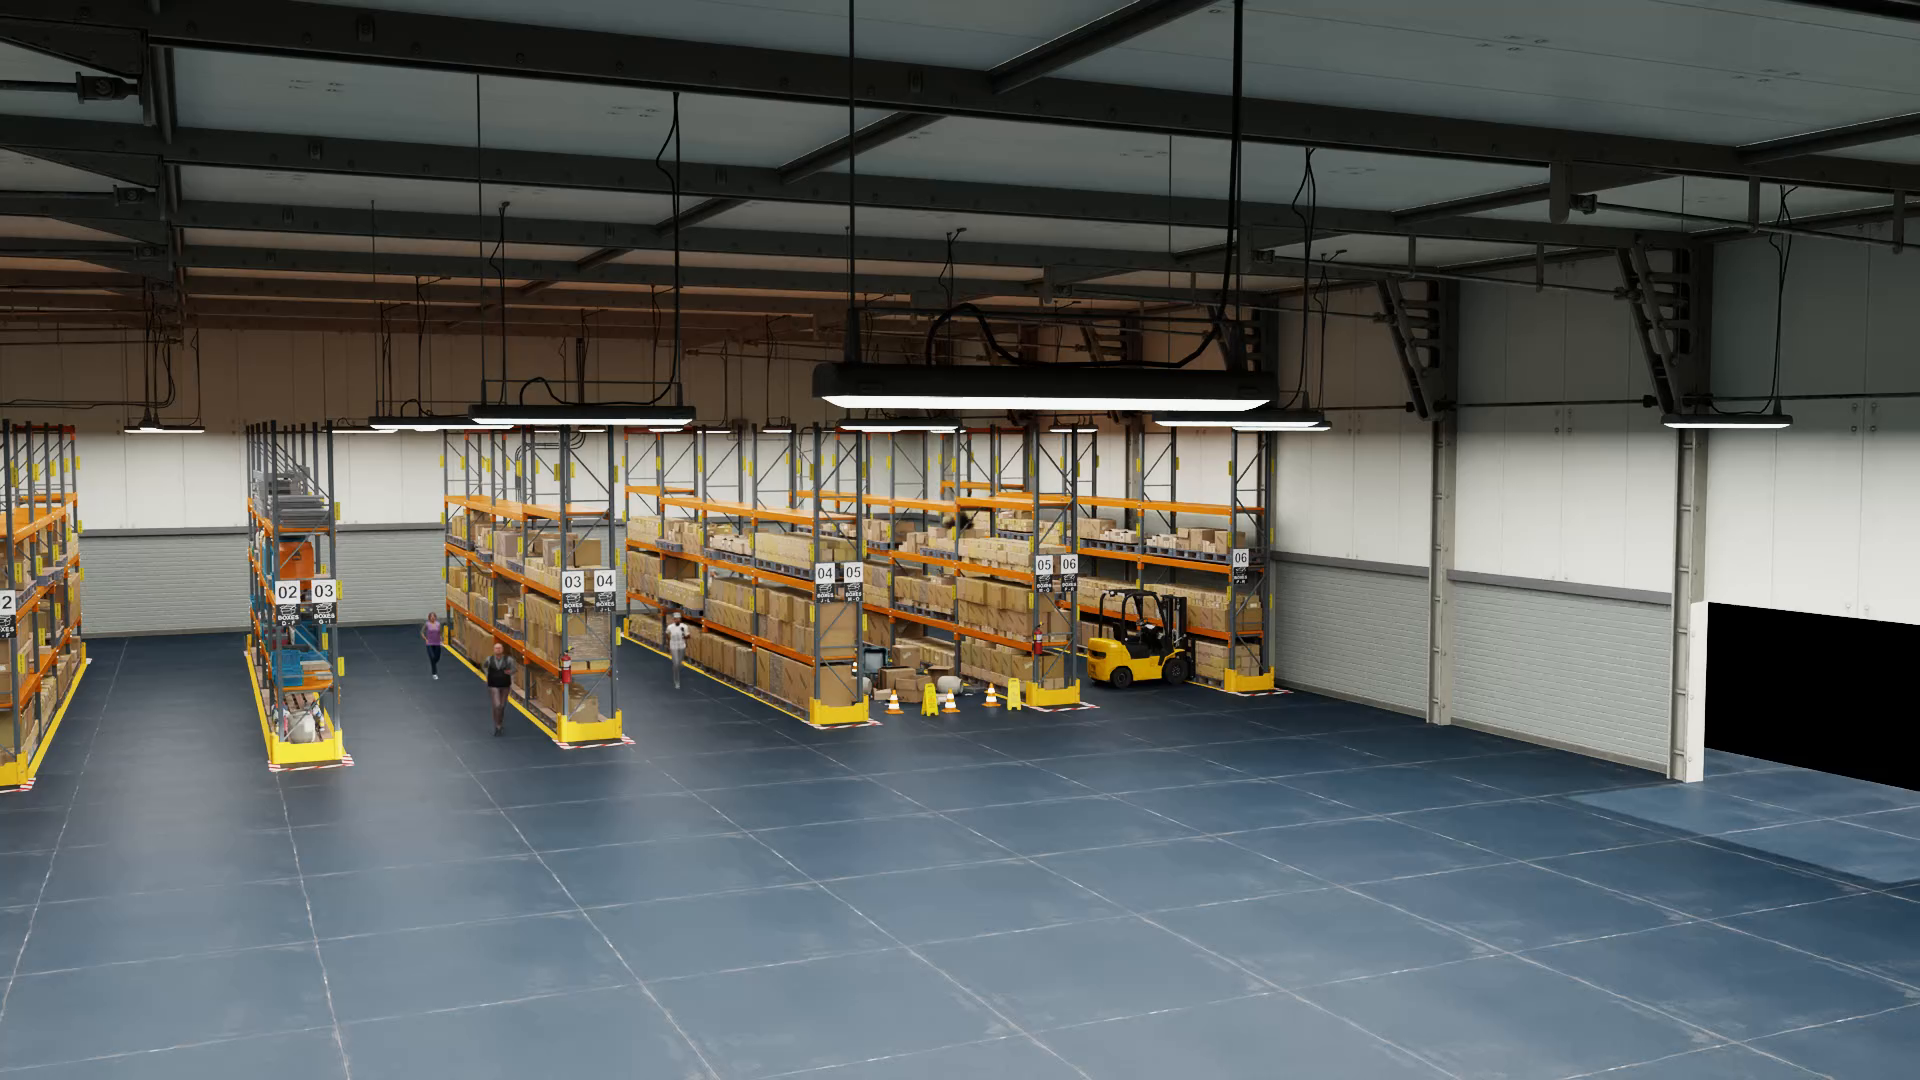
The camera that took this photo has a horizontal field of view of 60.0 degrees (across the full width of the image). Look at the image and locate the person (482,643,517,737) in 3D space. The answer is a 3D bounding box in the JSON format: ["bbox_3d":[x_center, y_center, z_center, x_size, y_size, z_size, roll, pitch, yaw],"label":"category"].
[{"bbox_3d":[-8.851,2.870,32.024,0.630,1.785,0.789,-2,4,-24],"label":"person"}]

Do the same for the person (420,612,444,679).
[{"bbox_3d":[-12.523,2.489,39.457,0.539,1.571,0.634,-2,4,-28],"label":"person"}]

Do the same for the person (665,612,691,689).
[{"bbox_3d":[-6.431,2.511,37.996,0.553,1.753,0.799,-1,4,-21],"label":"person"}]

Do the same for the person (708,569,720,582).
[{"bbox_3d":[-7.531,1.732,50.767,0.691,1.715,0.587,-3,5,-44],"label":"person"}]
